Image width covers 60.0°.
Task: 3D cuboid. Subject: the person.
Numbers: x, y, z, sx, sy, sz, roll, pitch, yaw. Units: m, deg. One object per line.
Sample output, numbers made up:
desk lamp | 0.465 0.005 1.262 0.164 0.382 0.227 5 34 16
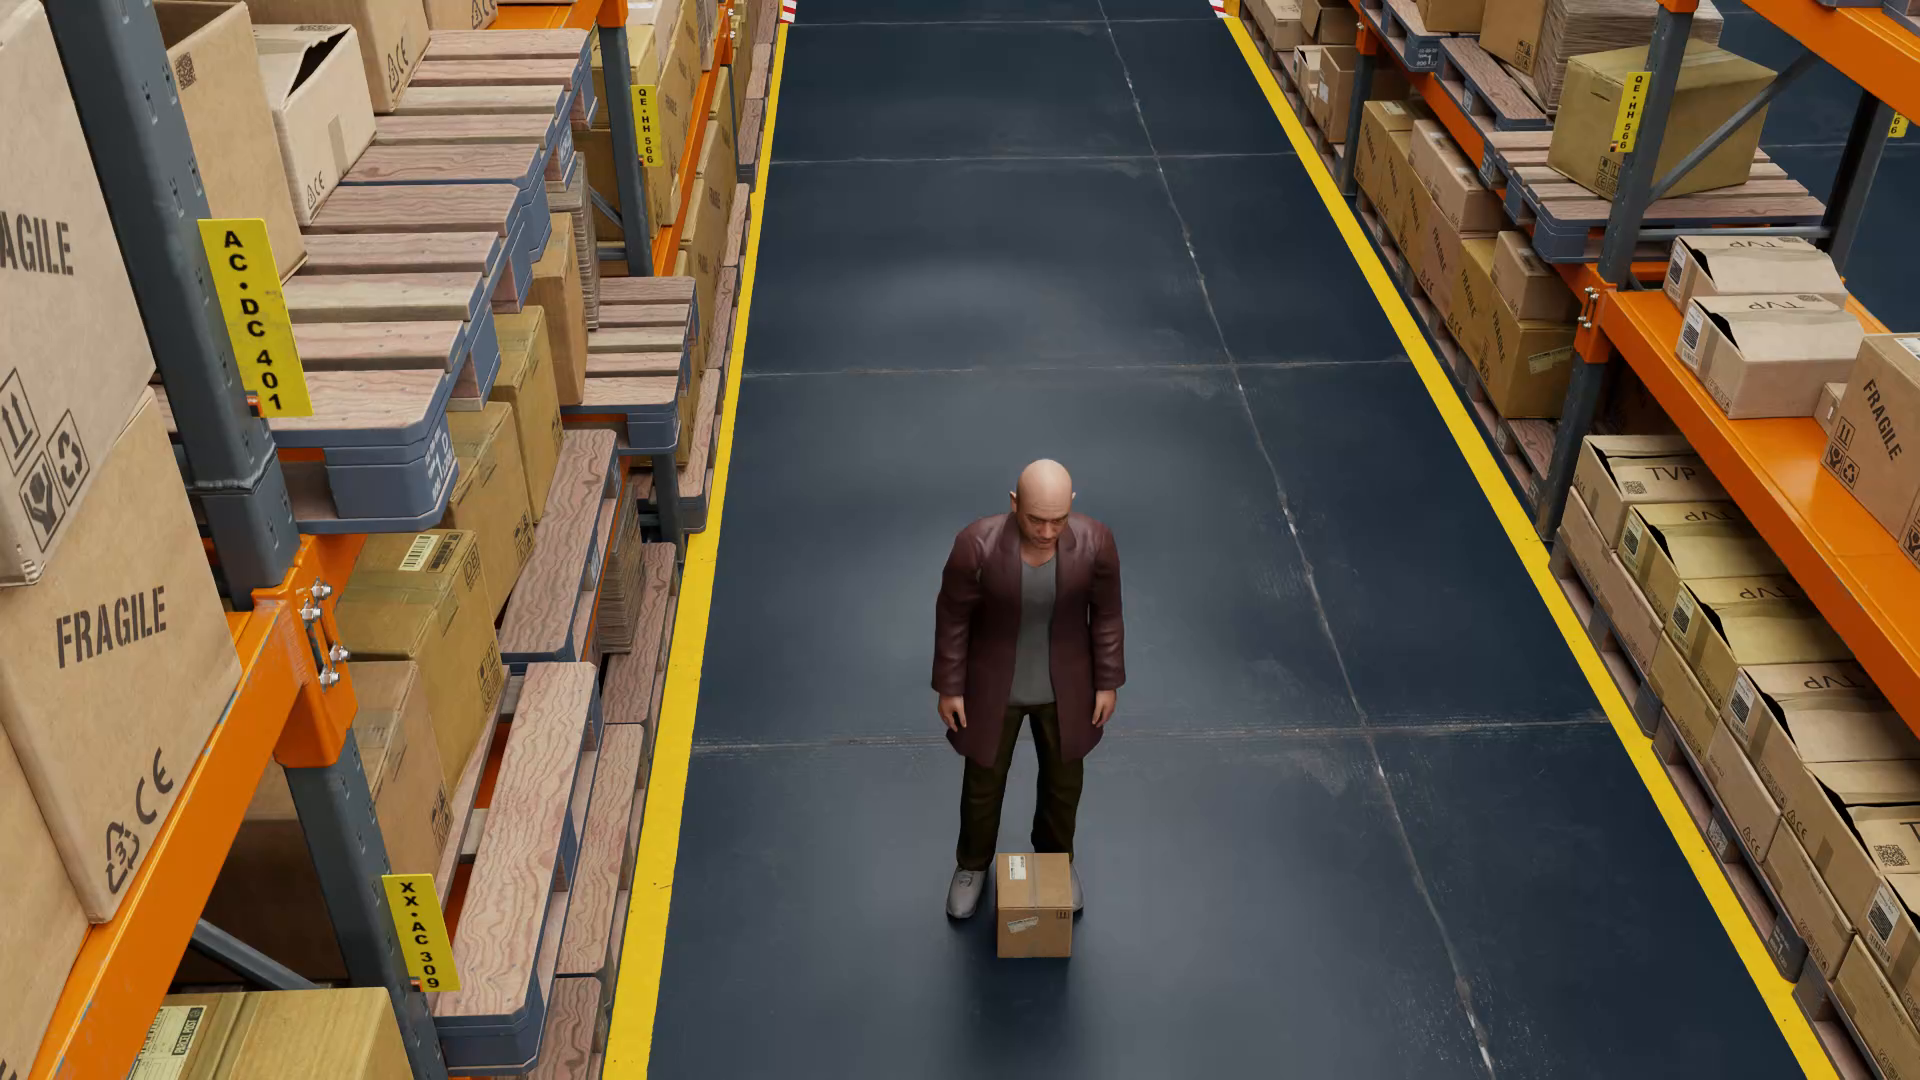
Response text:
person | 0.224 0.481 5.465 0.641 1.773 0.424 -3 35 -4
